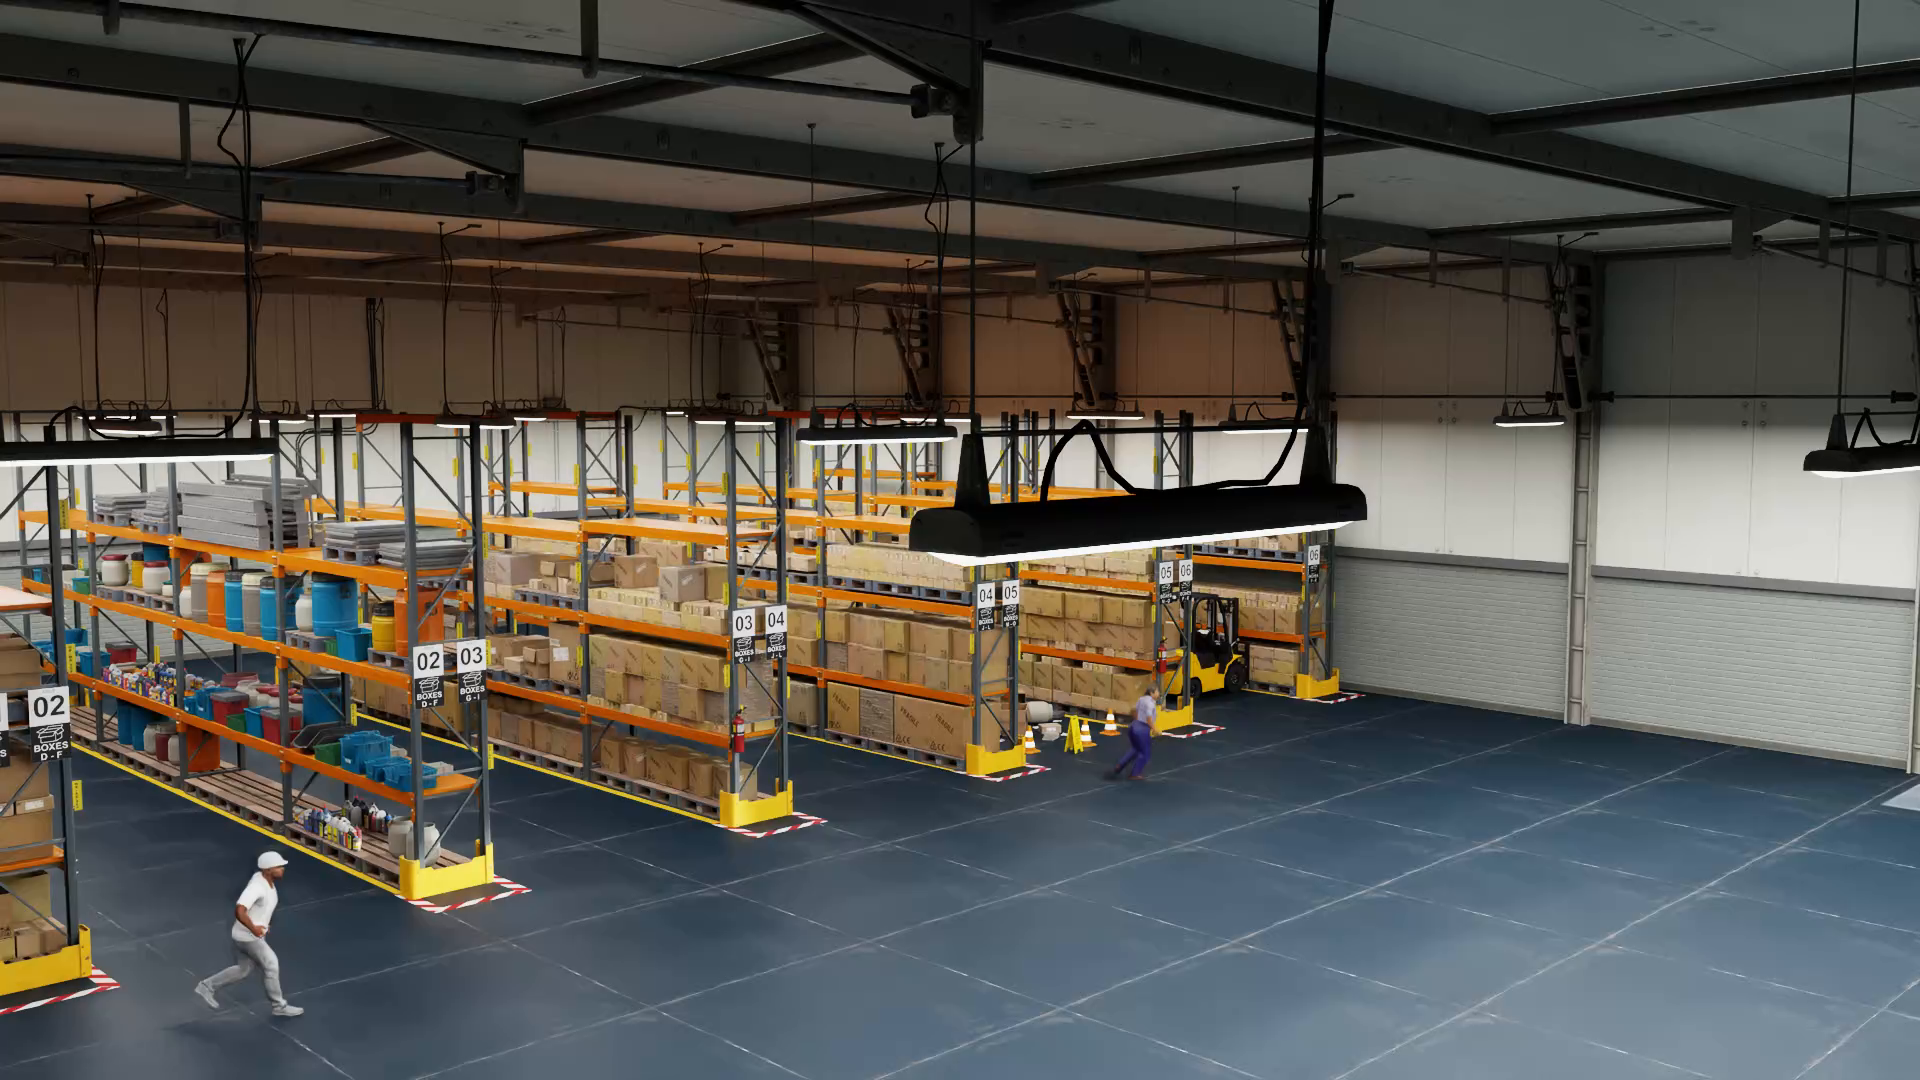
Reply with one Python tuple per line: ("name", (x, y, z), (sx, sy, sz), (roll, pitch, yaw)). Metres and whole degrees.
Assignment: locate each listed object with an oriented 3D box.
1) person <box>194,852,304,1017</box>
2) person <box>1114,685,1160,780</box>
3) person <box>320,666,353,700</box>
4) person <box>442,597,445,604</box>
("person", (-7.217, 4.012, 16.793), (1.038, 1.716, 0.734), (-1, 5, -11))
("person", (2.929, 3.174, 27.428), (0.705, 1.558, 0.592), (-2, 5, -17))
("person", (-11.628, 2.748, 31.086), (0.650, 1.784, 0.798), (-4, 6, -37))
("person", (-12.128, 2.119, 38.879), (0.695, 1.712, 0.586), (4, 7, 41))
